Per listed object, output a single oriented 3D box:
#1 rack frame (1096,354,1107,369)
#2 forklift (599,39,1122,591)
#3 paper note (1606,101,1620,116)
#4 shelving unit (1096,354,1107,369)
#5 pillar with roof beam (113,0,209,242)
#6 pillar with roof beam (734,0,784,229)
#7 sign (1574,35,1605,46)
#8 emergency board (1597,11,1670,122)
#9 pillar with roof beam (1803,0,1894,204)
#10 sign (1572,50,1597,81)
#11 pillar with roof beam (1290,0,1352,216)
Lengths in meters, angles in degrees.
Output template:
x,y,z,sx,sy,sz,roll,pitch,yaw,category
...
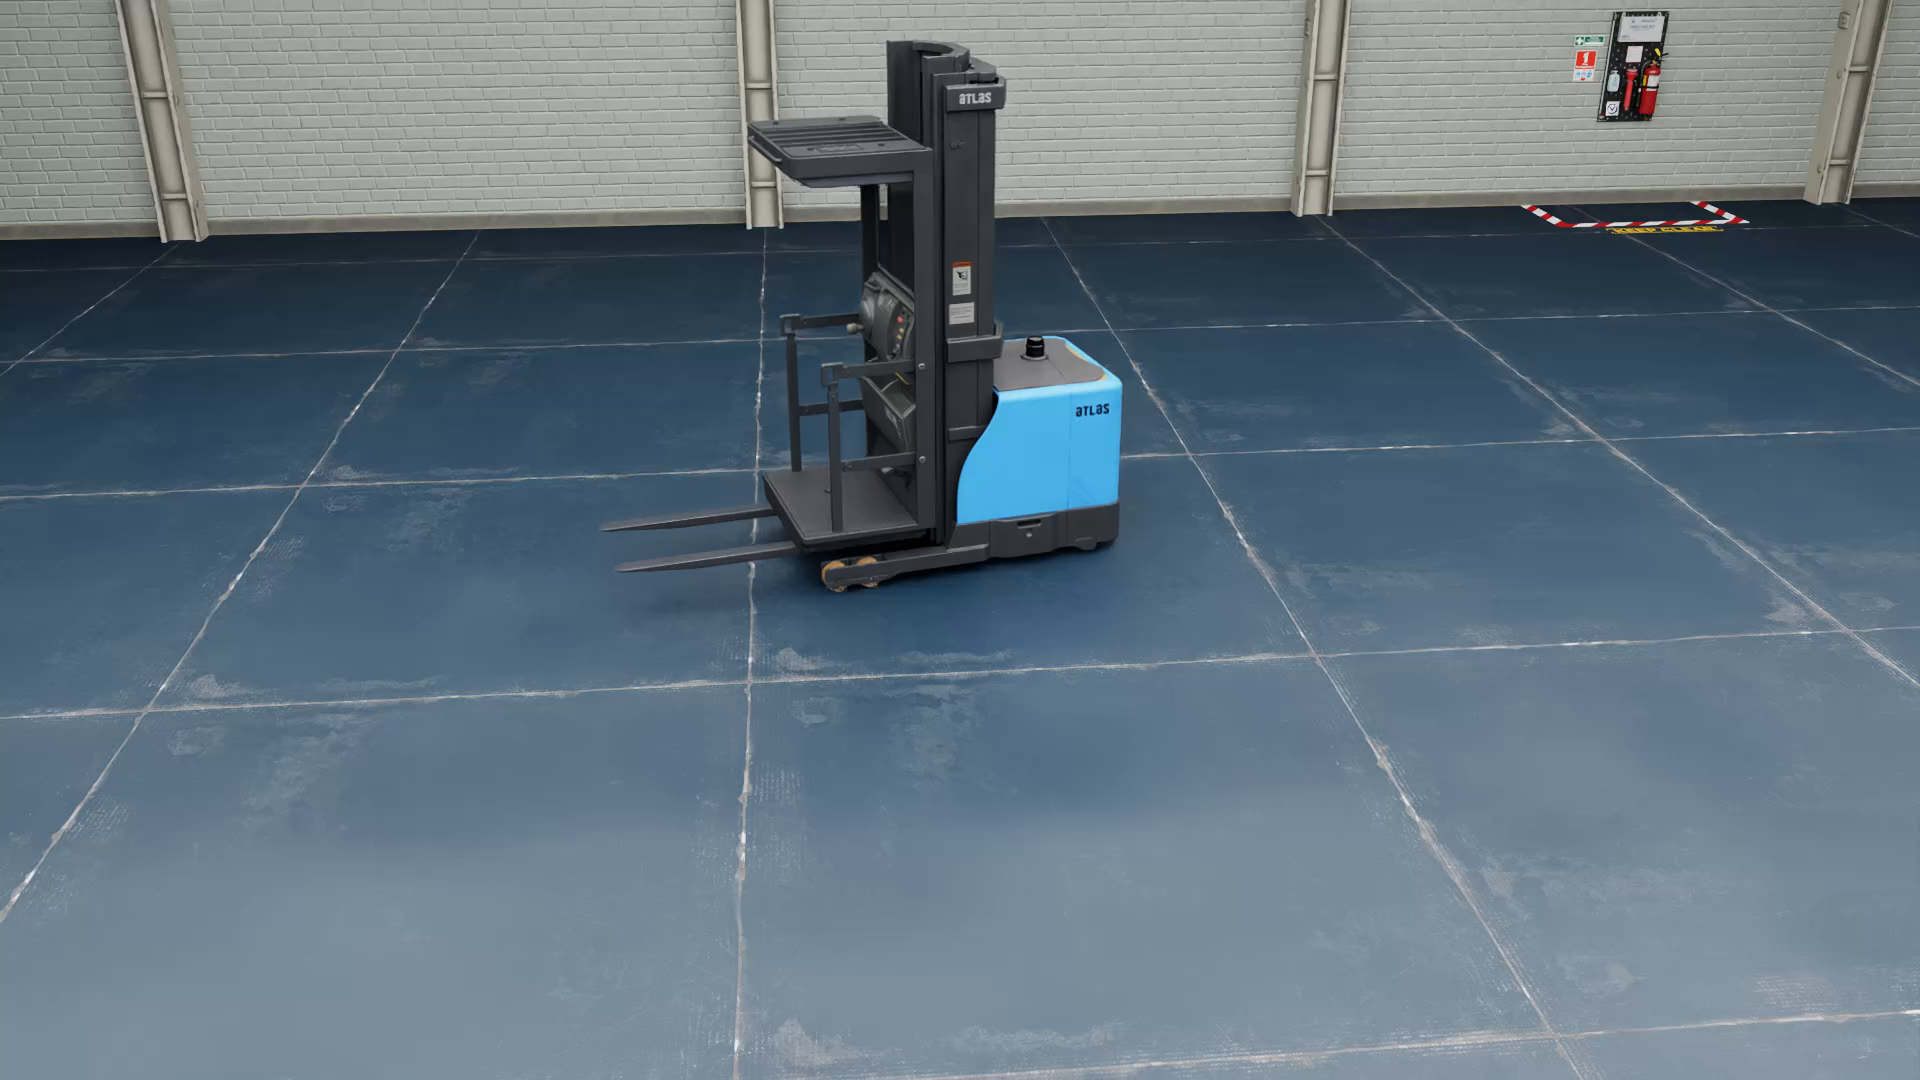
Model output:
x,y,z,sx,sy,sz,roll,pitch,yaw,category
0.906,-0.745,10.819,0.006,0.900,0.240,-5,24,-11,rack frame
-0.606,-1.285,9.533,3.031,2.935,1.130,-8,25,-17,forklift
7.206,-4.764,18.360,0.142,0.148,0.016,-2,24,-5,paper note
0.807,-0.737,10.800,0.210,0.900,0.258,-5,24,-11,shelving unit
-7.637,-5.512,11.571,0.400,9.000,9.100,-2,24,-5,pillar with roof beam
-1.666,-5.751,12.110,0.400,9.000,9.100,-2,24,-5,pillar with roof beam
6.834,-5.420,18.056,0.331,0.109,0.001,-2,24,-5,sign
7.389,-5.146,18.134,0.643,1.169,0.194,-2,24,-5,emergency board
10.275,-6.230,13.188,0.400,9.000,9.100,-2,24,-5,pillar with roof beam
6.829,-5.182,18.171,0.234,0.329,0.001,-2,24,-5,sign
4.304,-5.991,12.649,0.400,9.000,9.100,-2,24,-5,pillar with roof beam
